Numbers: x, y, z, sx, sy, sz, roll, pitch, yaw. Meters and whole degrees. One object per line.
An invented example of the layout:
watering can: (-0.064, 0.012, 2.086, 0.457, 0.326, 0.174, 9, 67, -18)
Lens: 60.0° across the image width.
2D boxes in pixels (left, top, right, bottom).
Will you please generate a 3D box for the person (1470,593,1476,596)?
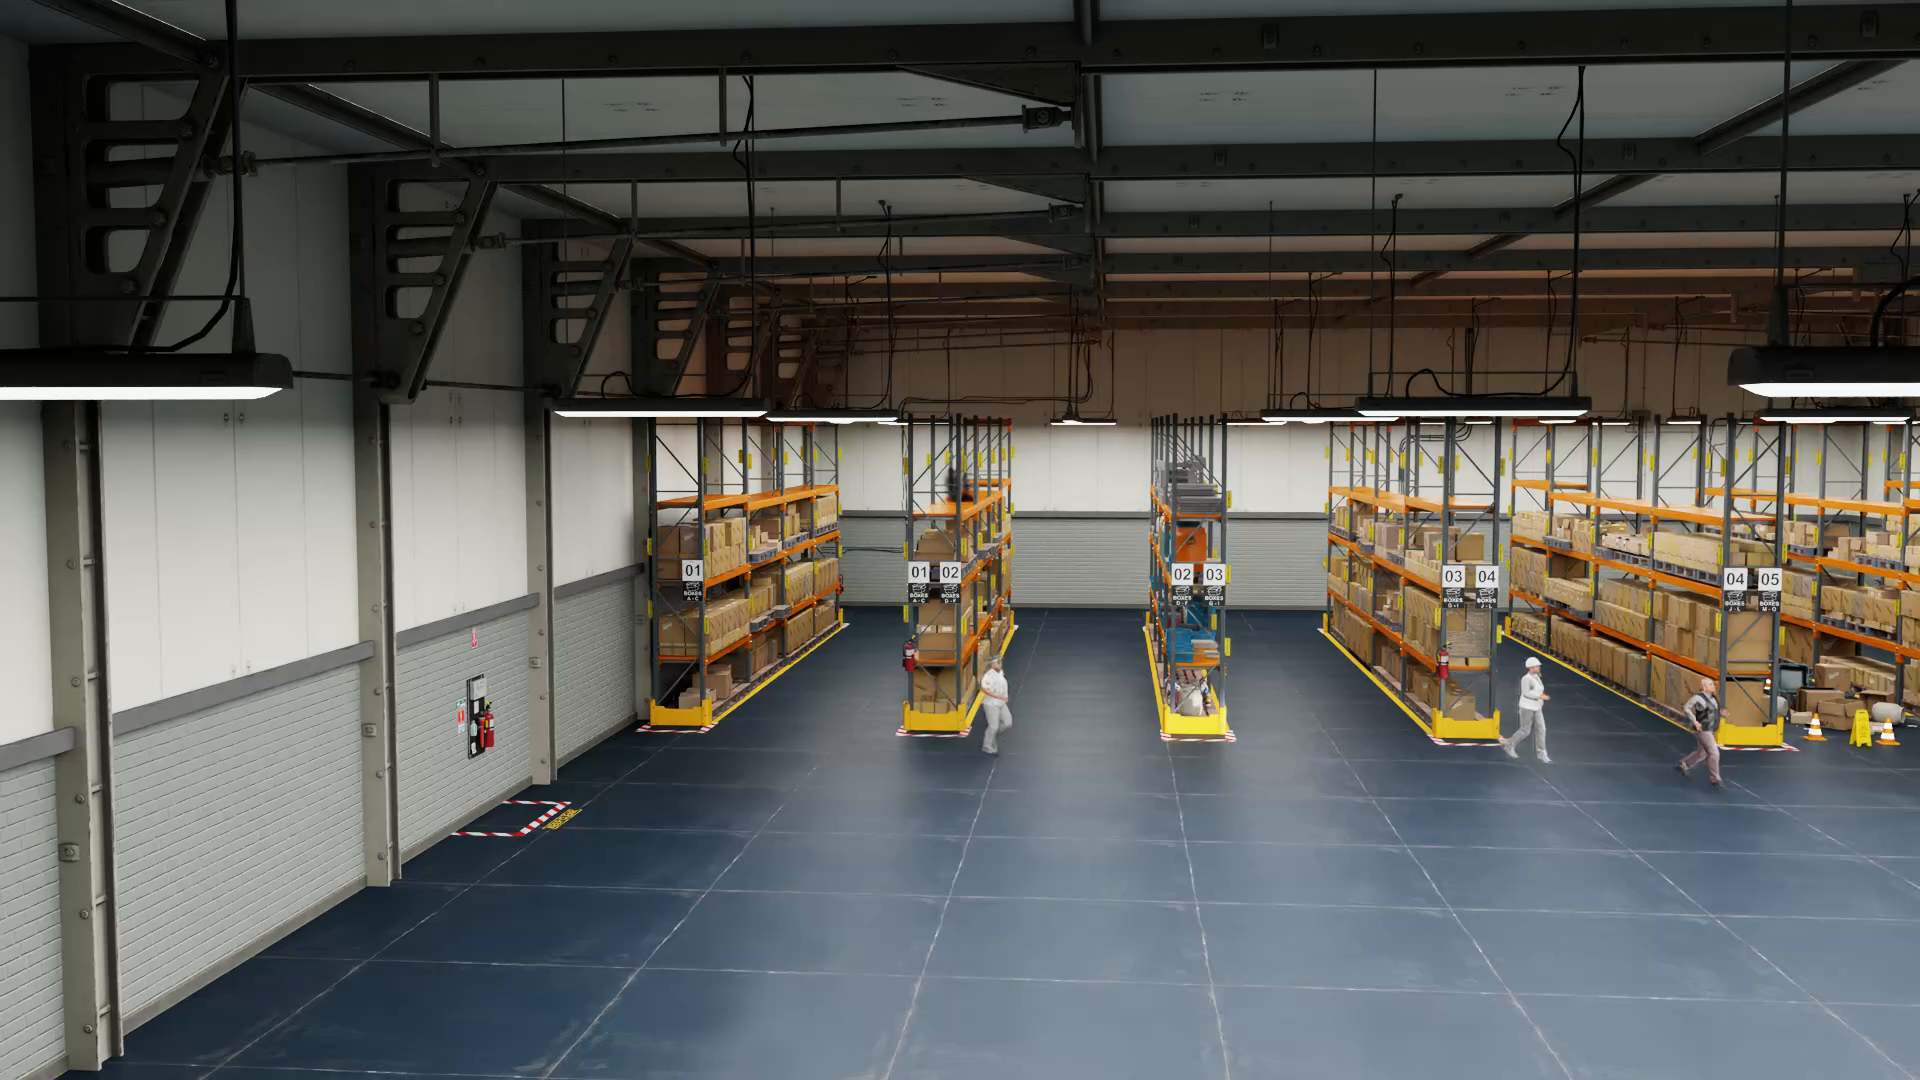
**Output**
person: (14.554, 1.754, 47.256, 0.604, 1.644, 0.761, -1, 4, -9)

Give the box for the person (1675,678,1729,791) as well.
person: (11.906, 3.070, 26.589, 0.643, 1.746, 0.894, -3, 5, -42)

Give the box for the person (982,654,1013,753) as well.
person: (0.683, 2.877, 29.262, 0.617, 1.749, 0.702, 3, 5, 38)

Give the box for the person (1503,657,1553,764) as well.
person: (9.778, 2.918, 28.547, 0.826, 1.824, 0.674, 3, 5, 41)
